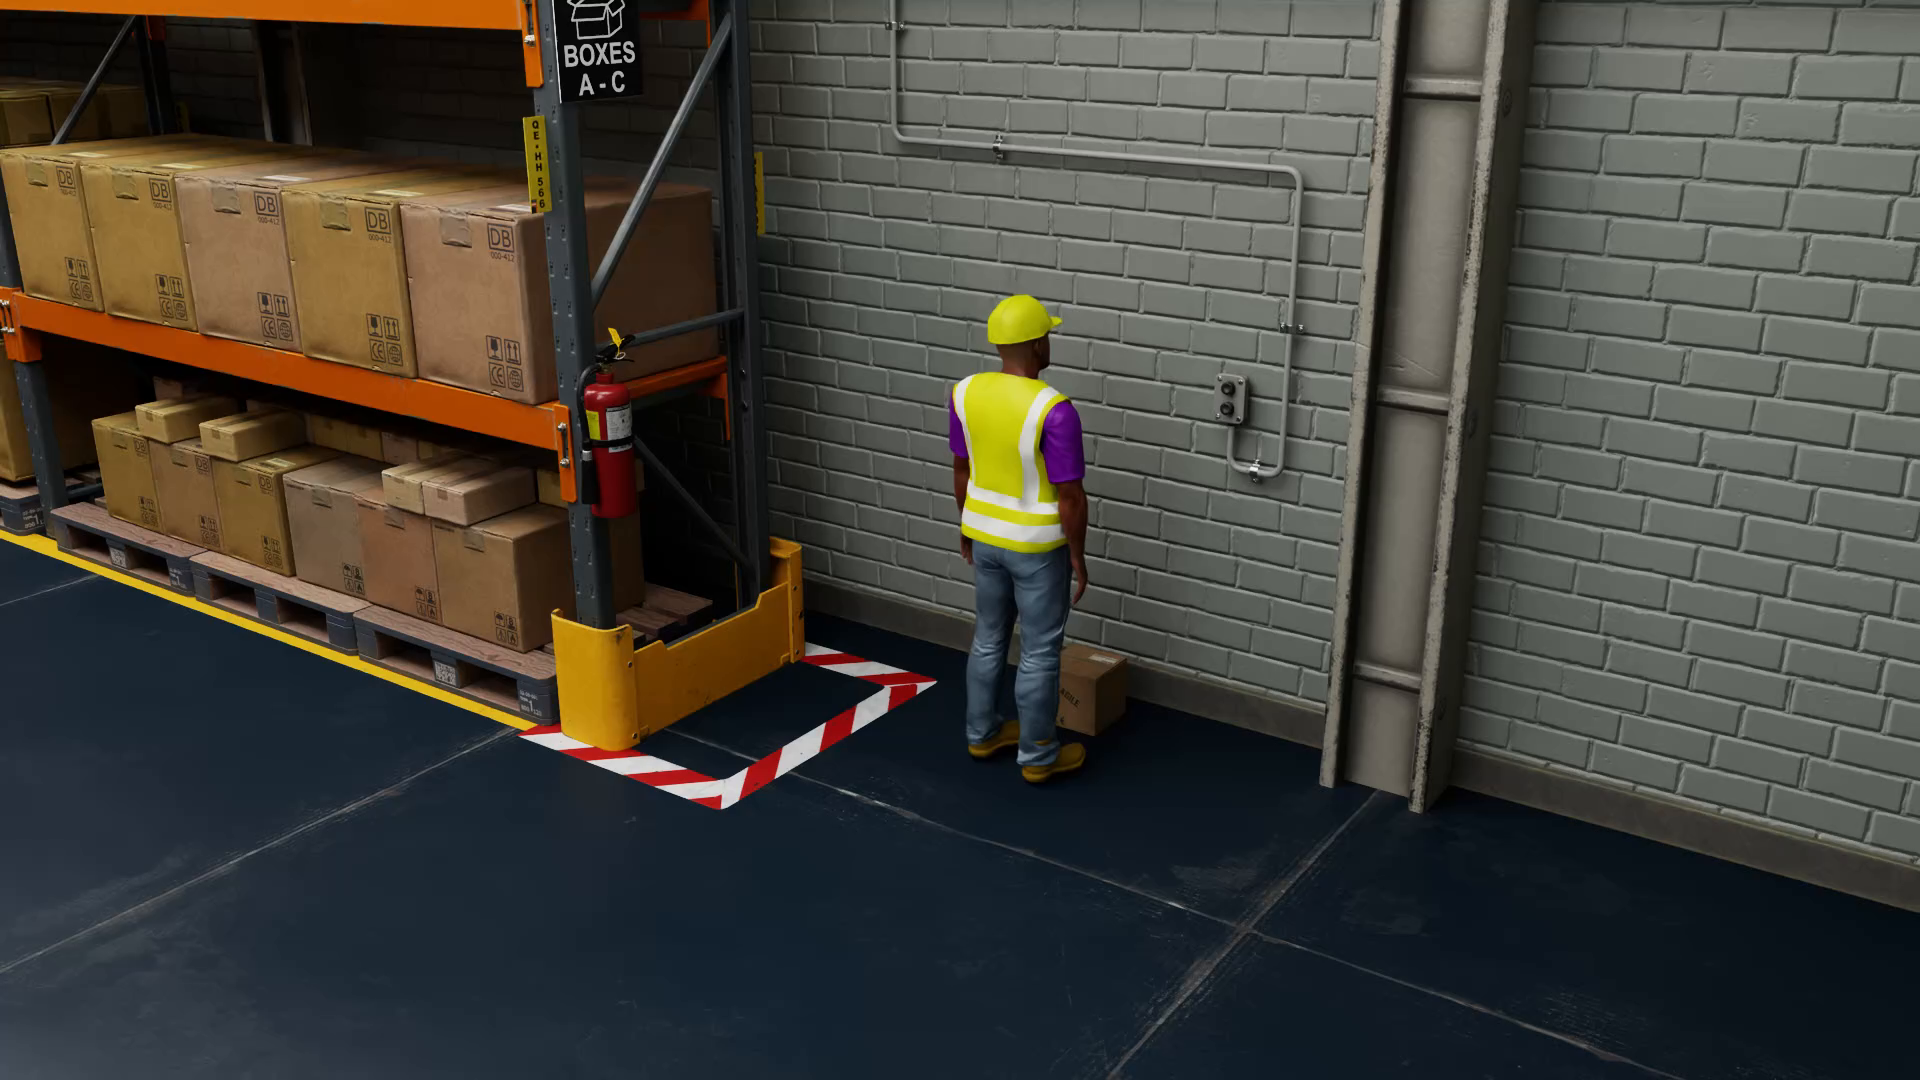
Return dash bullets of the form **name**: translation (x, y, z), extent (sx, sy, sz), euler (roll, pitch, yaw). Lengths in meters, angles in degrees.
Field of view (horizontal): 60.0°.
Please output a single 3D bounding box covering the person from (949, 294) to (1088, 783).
- **person**: translation (0.230, -0.009, 5.982), extent (0.597, 1.770, 0.384), euler (15, 25, 36)
